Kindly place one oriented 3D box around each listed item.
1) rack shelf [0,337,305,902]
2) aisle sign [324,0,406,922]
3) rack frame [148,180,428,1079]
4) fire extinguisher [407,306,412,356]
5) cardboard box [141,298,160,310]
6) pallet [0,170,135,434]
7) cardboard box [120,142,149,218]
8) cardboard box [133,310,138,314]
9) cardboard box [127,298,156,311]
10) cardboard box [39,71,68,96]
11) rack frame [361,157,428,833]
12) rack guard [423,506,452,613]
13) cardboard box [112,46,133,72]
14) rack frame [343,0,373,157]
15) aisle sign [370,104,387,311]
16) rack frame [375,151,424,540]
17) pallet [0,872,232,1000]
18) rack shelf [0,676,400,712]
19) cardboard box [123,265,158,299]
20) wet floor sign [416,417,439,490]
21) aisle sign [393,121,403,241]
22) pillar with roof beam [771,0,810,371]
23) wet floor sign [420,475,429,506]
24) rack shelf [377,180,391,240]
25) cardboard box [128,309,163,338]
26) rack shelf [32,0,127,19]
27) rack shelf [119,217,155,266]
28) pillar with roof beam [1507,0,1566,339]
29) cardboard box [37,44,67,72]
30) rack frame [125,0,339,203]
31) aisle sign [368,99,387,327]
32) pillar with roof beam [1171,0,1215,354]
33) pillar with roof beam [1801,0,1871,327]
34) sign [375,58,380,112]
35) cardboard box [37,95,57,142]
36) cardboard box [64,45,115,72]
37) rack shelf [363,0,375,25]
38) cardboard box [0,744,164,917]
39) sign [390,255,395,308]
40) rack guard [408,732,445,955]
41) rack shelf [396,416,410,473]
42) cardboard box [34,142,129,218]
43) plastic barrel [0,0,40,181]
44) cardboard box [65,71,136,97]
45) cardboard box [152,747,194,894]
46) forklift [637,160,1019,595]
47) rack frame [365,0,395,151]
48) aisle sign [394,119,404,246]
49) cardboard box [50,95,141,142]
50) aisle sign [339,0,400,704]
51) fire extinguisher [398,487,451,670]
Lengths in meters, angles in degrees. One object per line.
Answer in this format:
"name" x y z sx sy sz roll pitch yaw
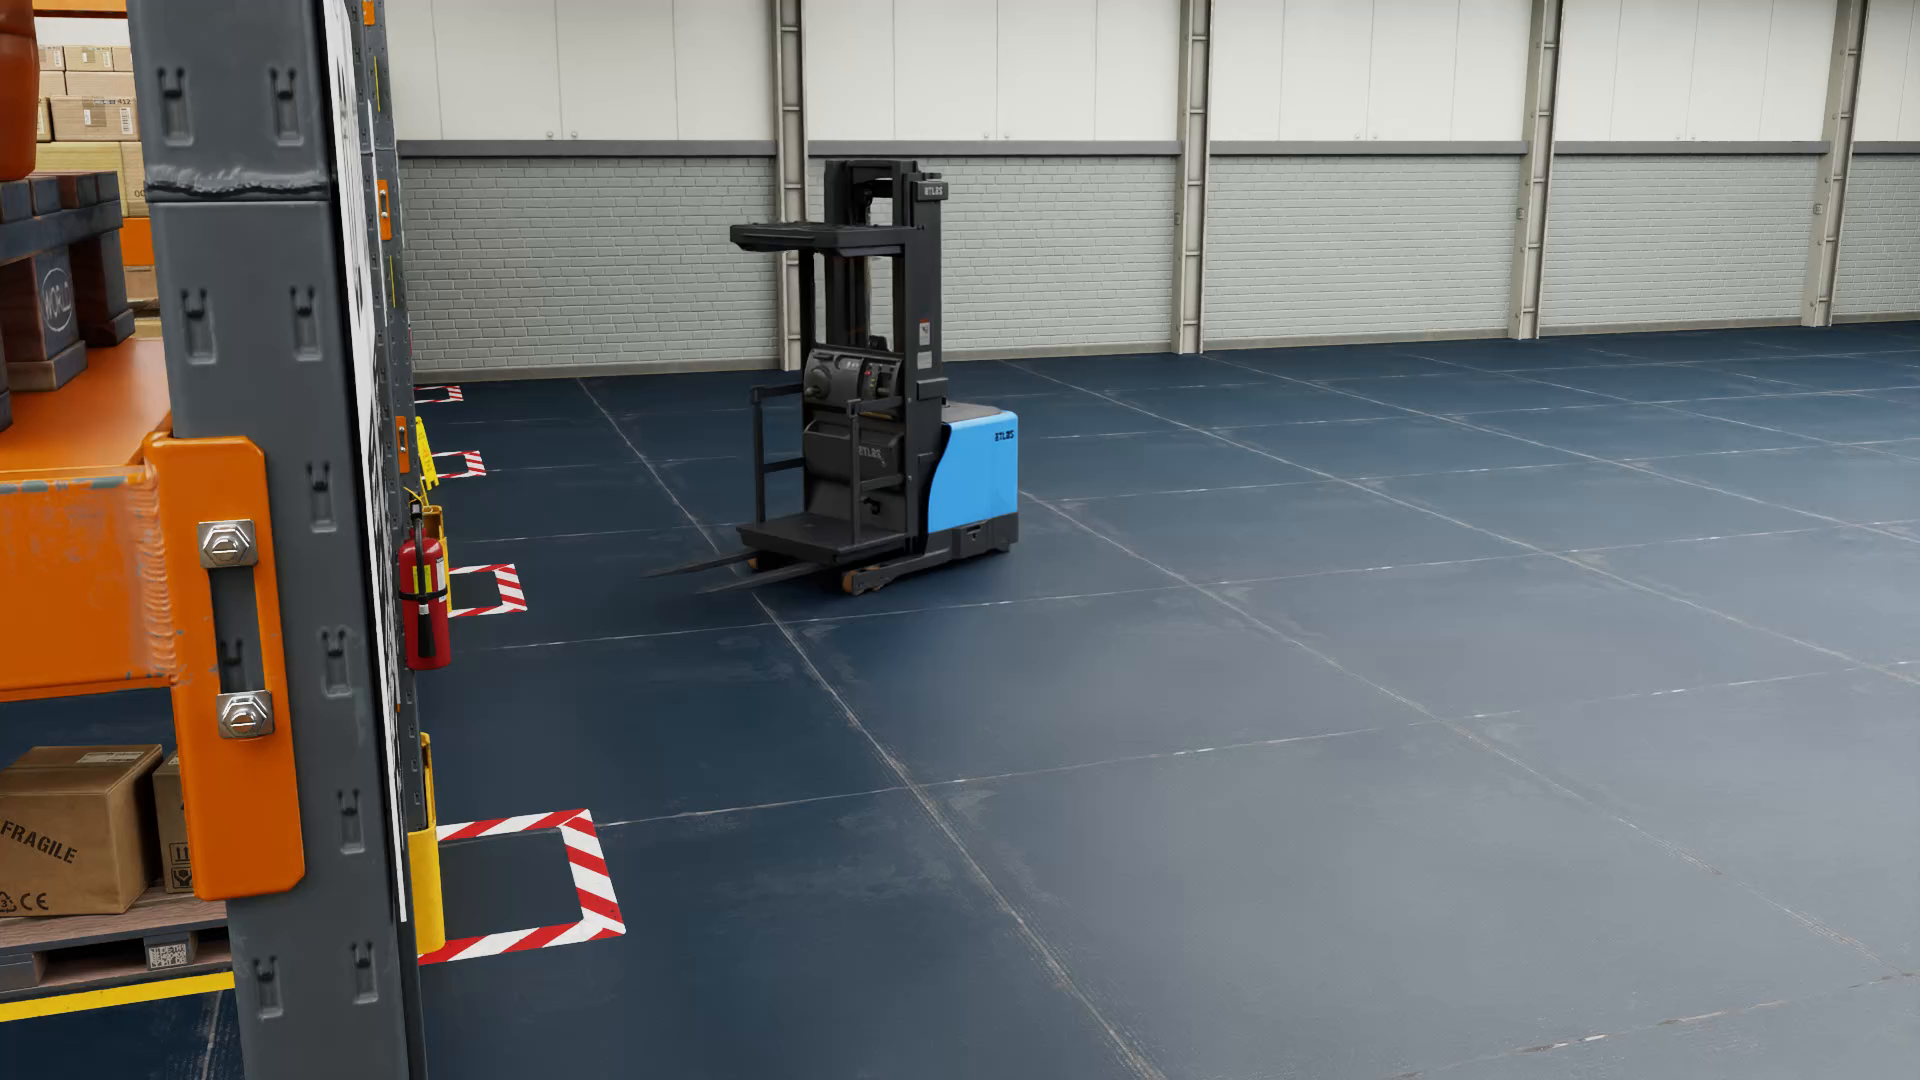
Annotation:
"rack shelf" -2.589 0.137 1.155 4.000 0.370 1.077 -4 14 -18
"aisle sign" -0.530 -0.106 1.487 0.004 0.787 0.394 -4 14 -18
"rack frame" -0.693 1.099 2.040 0.127 3.000 1.000 -4 14 -18
"fire extinguisher" -5.178 -2.030 15.364 0.183 0.674 0.296 -4 14 -18
"cardboard box" -2.881 -0.686 6.526 0.500 0.500 0.500 -4 14 -18
"pallet" -1.508 -0.229 1.548 1.213 0.211 1.003 -4 14 -18
"cardboard box" -2.649 -1.282 5.893 0.500 0.250 0.500 -4 14 -17
"cardboard box" -3.187 -0.534 5.886 0.500 0.500 0.500 -4 14 -18
"cardboard box" -3.357 -0.651 6.377 0.500 0.500 0.500 -4 14 -18
"cardboard box" -5.562 -2.658 9.912 0.500 0.250 0.500 -4 14 -18
"rack frame" -2.273 0.013 6.607 0.127 3.000 1.000 -4 14 -18
"rack guard" -3.736 0.132 11.508 0.348 0.500 1.175 -4 14 -18
"cardboard box" -4.932 -2.886 10.010 0.250 0.149 0.380 -4 14 -18
"rack frame" -2.273 -2.906 5.912 0.127 3.000 1.000 -4 14 -18
"aisle sign" -2.310 -1.322 6.602 0.004 0.787 0.394 -4 14 -18
"rack frame" -3.759 -1.082 11.211 0.127 3.000 1.000 -4 14 -18
"pallet" -3.126 1.427 6.686 1.213 0.211 1.003 -4 14 -18
"rack shelf" -4.168 0.510 6.069 4.000 0.370 1.077 -4 14 -18
"cardboard box" -5.189 -1.589 10.685 0.550 0.550 0.875 -4 14 -18
"wet floor sign" -4.912 -0.795 15.089 0.232 0.644 0.267 0 13 1
"aisle sign" -3.787 -2.418 11.209 0.004 0.787 0.394 -4 14 -18
"pillar with roof beam" -0.908 -5.812 18.133 0.400 9.000 9.100 -4 14 -18
"wet floor sign" -4.363 -0.373 13.318 0.232 0.644 0.267 -7 15 -28
"rack shelf" -5.654 -2.044 10.327 4.000 0.370 1.077 -4 14 -18
"cardboard box" -2.715 -0.572 6.046 0.500 0.500 0.500 -4 14 -18
"rack shelf" -7.329 -4.580 14.513 4.000 0.370 1.077 -4 14 -18
"rack shelf" -4.168 -0.949 5.722 4.000 0.370 1.077 -4 14 -18
"pillar with roof beam" 10.466 -6.698 21.856 0.400 9.000 9.100 -4 14 -18
"cardboard box" -5.415 -2.848 9.850 0.250 0.149 0.380 -4 14 -18
"rack frame" -0.693 -1.819 1.345 0.127 3.000 1.000 -4 14 -18
"aisle sign" -2.118 -1.191 6.048 0.004 0.787 0.394 -4 14 -18
"pillar with roof beam" 4.779 -6.255 19.994 0.400 9.000 9.100 -4 14 -18
"pillar with roof beam" 16.152 -7.141 23.718 0.400 9.000 9.100 -4 14 -18
"sign" -3.599 -2.814 10.266 0.005 0.325 0.100 -4 14 -18
"cardboard box" -3.175 -1.417 5.598 0.250 0.149 0.380 -4 14 -18
"cardboard box" -5.175 -2.867 9.929 0.250 0.149 0.380 -5 14 -19
"rack shelf" -5.654 -3.309 10.026 4.000 0.370 1.077 -4 14 -18
"cardboard box" -3.425 1.119 6.452 0.500 0.500 0.500 -1 13 -3
"sign" -3.599 -1.641 10.545 0.005 0.325 0.100 -4 14 -18
"rack guard" -2.345 1.235 6.872 0.348 0.500 1.175 -4 14 -18
"rack shelf" -5.654 -0.585 10.674 4.000 0.370 1.077 -4 14 -18
"cardboard box" -3.121 -1.245 5.735 0.500 0.250 0.500 -4 14 -18
"plastic barrel" -1.113 -0.710 1.326 0.708 0.830 0.600 -4 14 -18
"cardboard box" -5.084 -2.695 10.068 0.500 0.250 0.500 -5 14 -18
"cardboard box" -2.870 1.067 6.669 0.500 0.500 0.500 -2 14 -8
"forklift" -0.910 -1.175 11.751 1.130 2.935 3.031 12 18 41
"rack frame" -3.759 -4.001 10.517 0.127 3.000 1.000 -4 14 -18
"aisle sign" -3.596 -2.287 10.656 0.004 0.787 0.394 -4 14 -18
"cardboard box" -2.945 -1.441 5.698 0.250 0.149 0.380 -5 14 -21
"aisle sign" -0.718 -0.235 2.031 0.004 0.787 0.394 -4 14 -18
"fire extinguisher" -2.017 0.143 6.226 0.183 0.674 0.296 -4 14 -18
